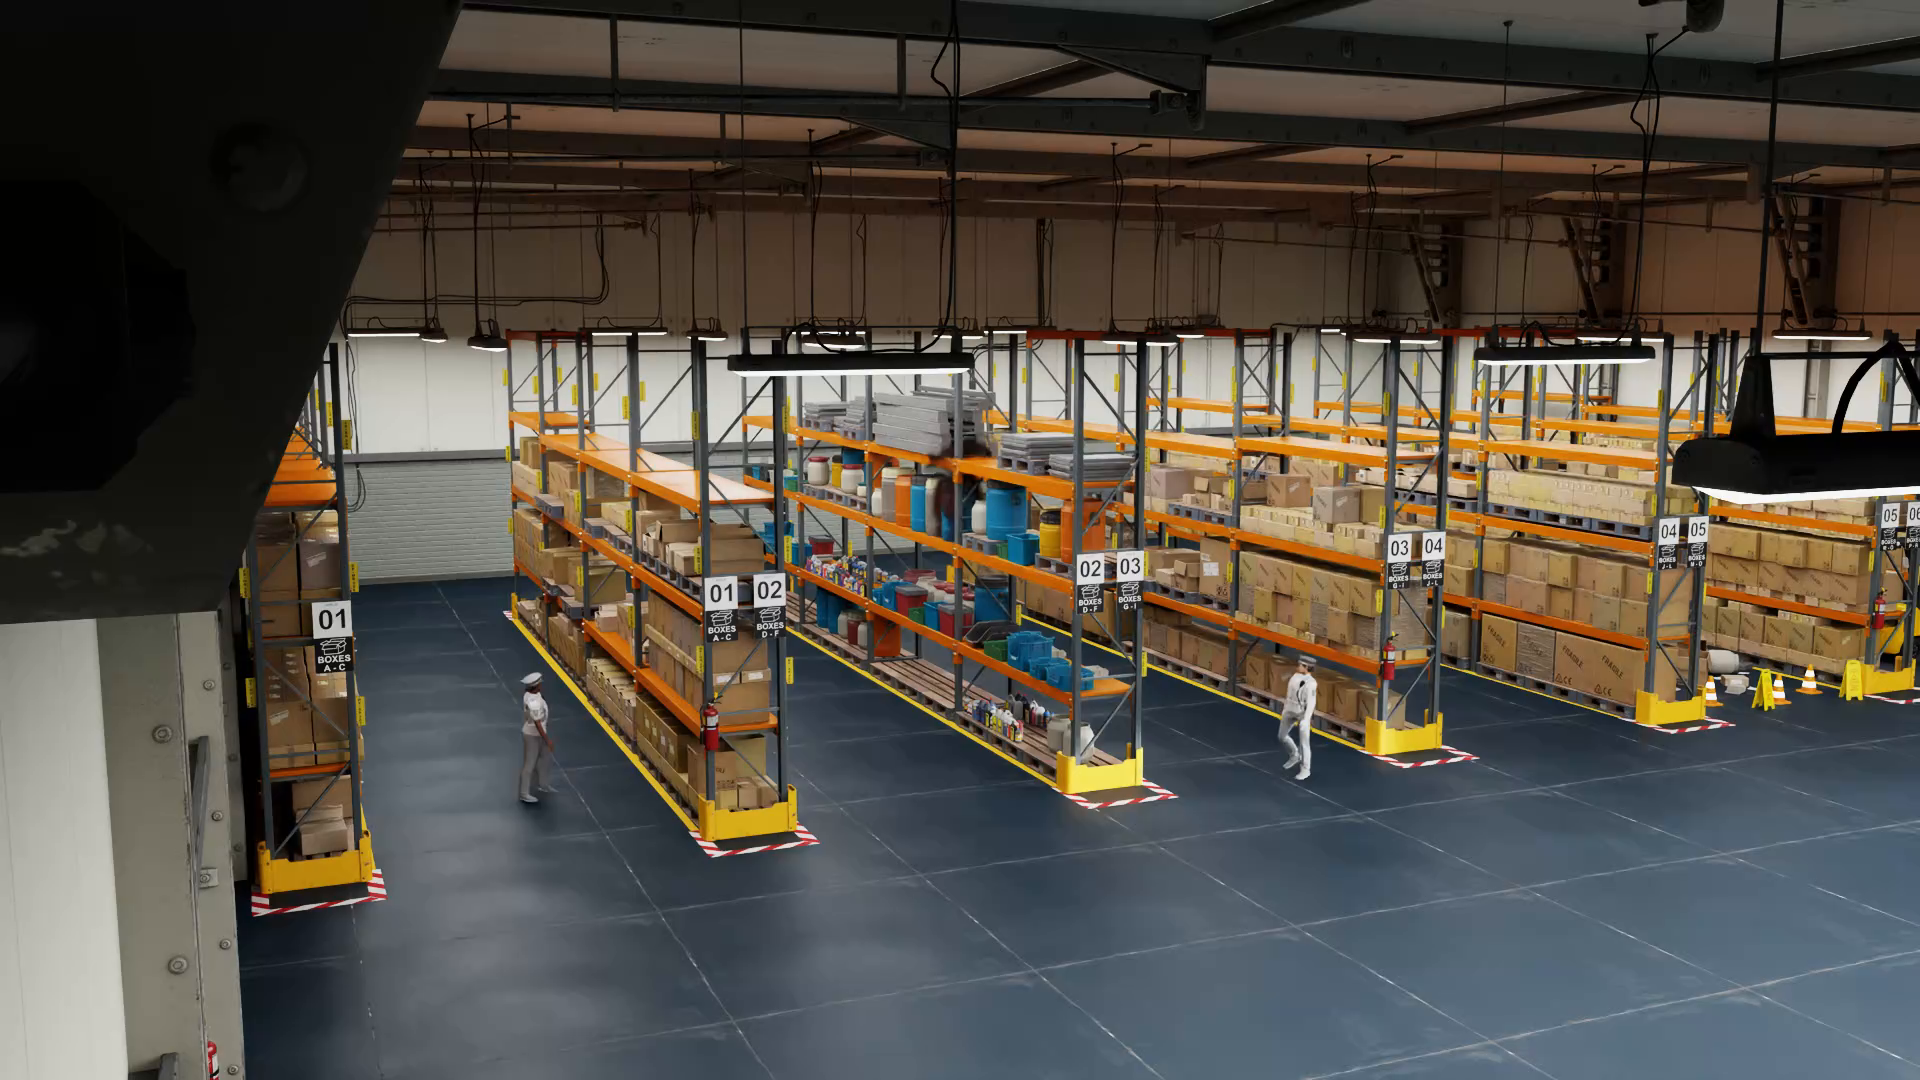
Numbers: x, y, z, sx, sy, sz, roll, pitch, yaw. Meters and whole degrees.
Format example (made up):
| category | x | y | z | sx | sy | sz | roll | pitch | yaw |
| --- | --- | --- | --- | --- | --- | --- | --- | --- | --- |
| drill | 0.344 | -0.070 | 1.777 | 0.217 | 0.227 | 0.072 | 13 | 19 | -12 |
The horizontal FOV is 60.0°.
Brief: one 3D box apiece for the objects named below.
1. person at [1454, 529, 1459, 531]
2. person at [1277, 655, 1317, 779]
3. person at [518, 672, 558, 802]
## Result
| category | x | y | z | sx | sy | sz | roll | pitch | yaw |
| --- | --- | --- | --- | --- | --- | --- | --- | --- | --- |
| person | 10.619 | 0.621 | 35.782 | 0.434 | 1.733 | 0.570 | 0 | 8 | -3 |
| person | 4.643 | 2.395 | 22.842 | 0.465 | 1.681 | 0.572 | -7 | 10 | -40 |
| person | -5.541 | 2.576 | 21.805 | 0.510 | 1.732 | 0.629 | -1 | 8 | -6 |
